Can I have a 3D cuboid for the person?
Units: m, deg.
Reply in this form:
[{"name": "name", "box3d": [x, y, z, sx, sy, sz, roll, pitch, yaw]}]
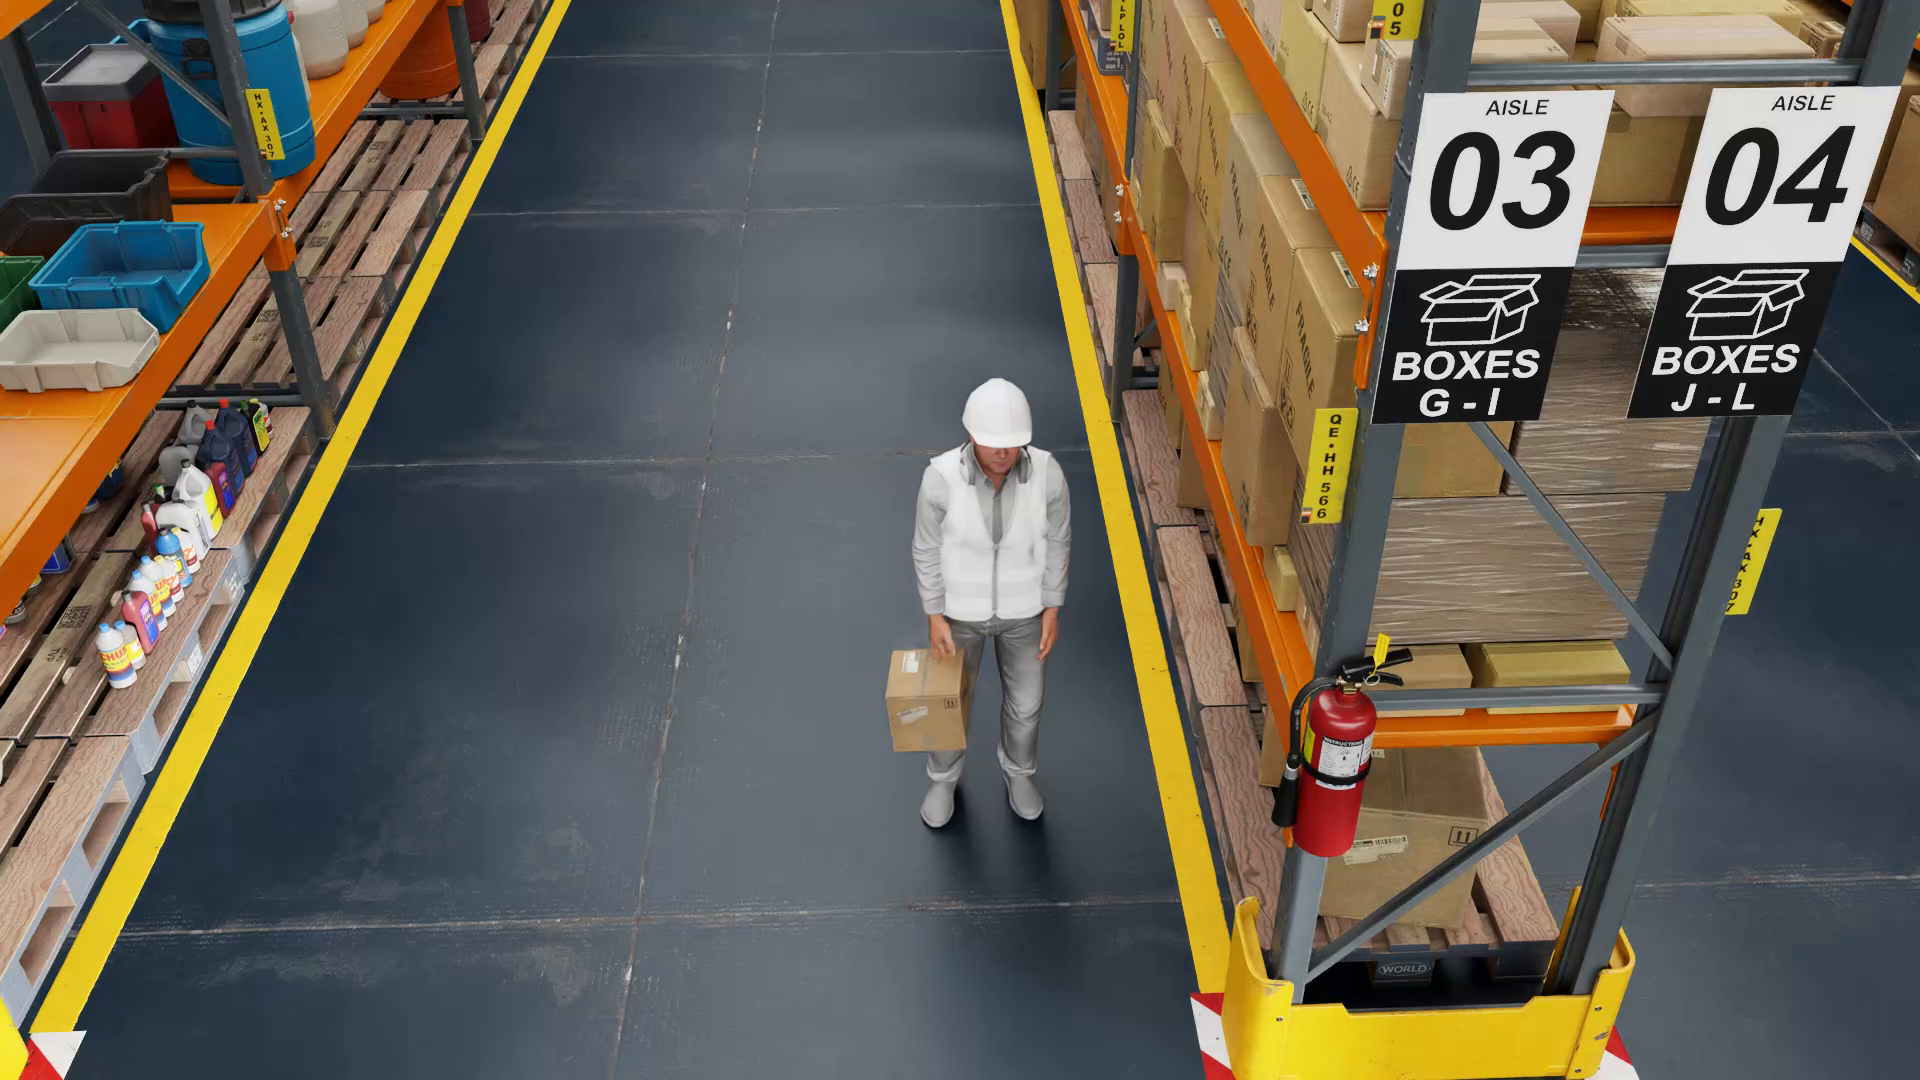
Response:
[{"name": "person", "box3d": [0.110, 0.221, 5.801, 0.553, 1.778, 0.434, -3, 35, -4]}]
